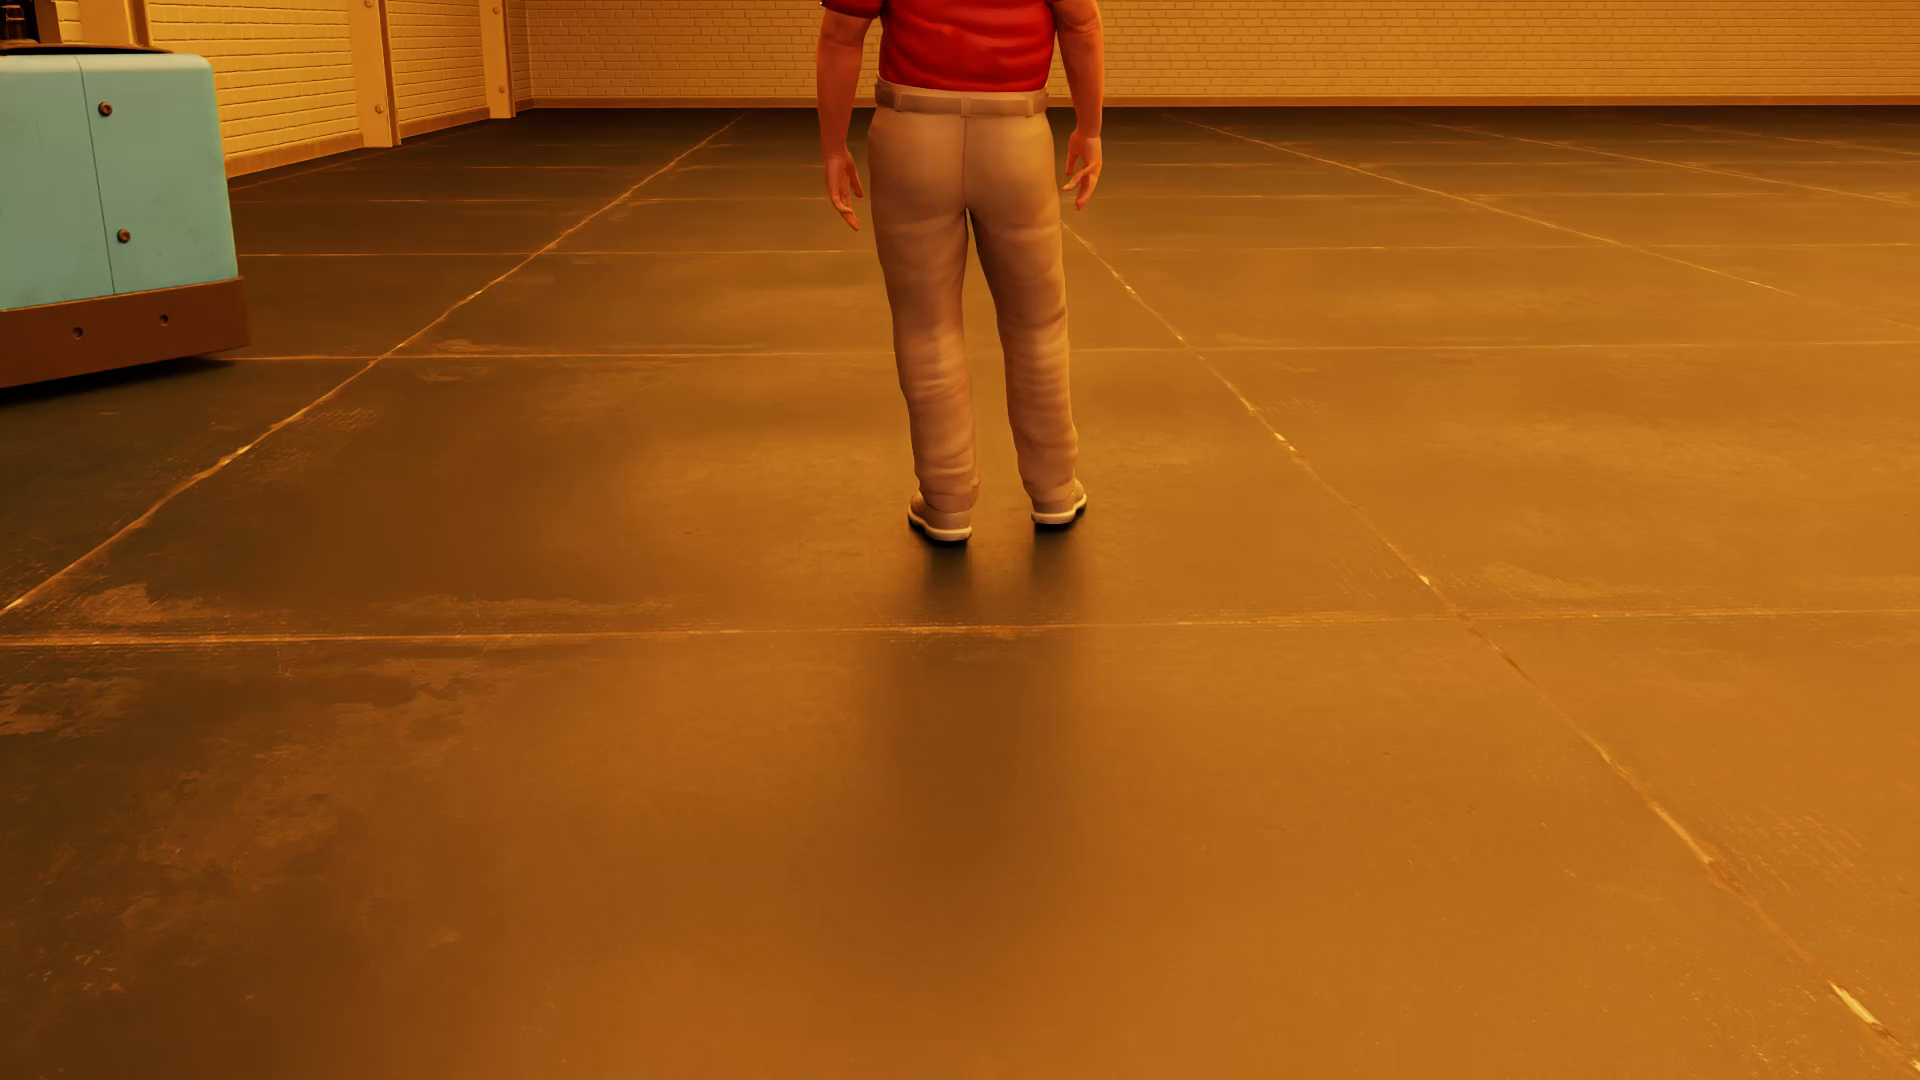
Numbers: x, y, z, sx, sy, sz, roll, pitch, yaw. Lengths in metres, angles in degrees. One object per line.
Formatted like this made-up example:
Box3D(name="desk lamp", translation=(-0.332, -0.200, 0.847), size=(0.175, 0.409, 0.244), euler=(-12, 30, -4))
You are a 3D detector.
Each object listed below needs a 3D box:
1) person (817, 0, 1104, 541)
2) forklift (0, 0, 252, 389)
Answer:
Box3D(name="person", translation=(0.007, -0.860, 3.749), size=(0.642, 1.727, 0.550), euler=(-1, 17, -3))
Box3D(name="forklift", translation=(-4.062, -2.150, 5.934), size=(3.031, 2.935, 1.130), euler=(11, 20, 31))
